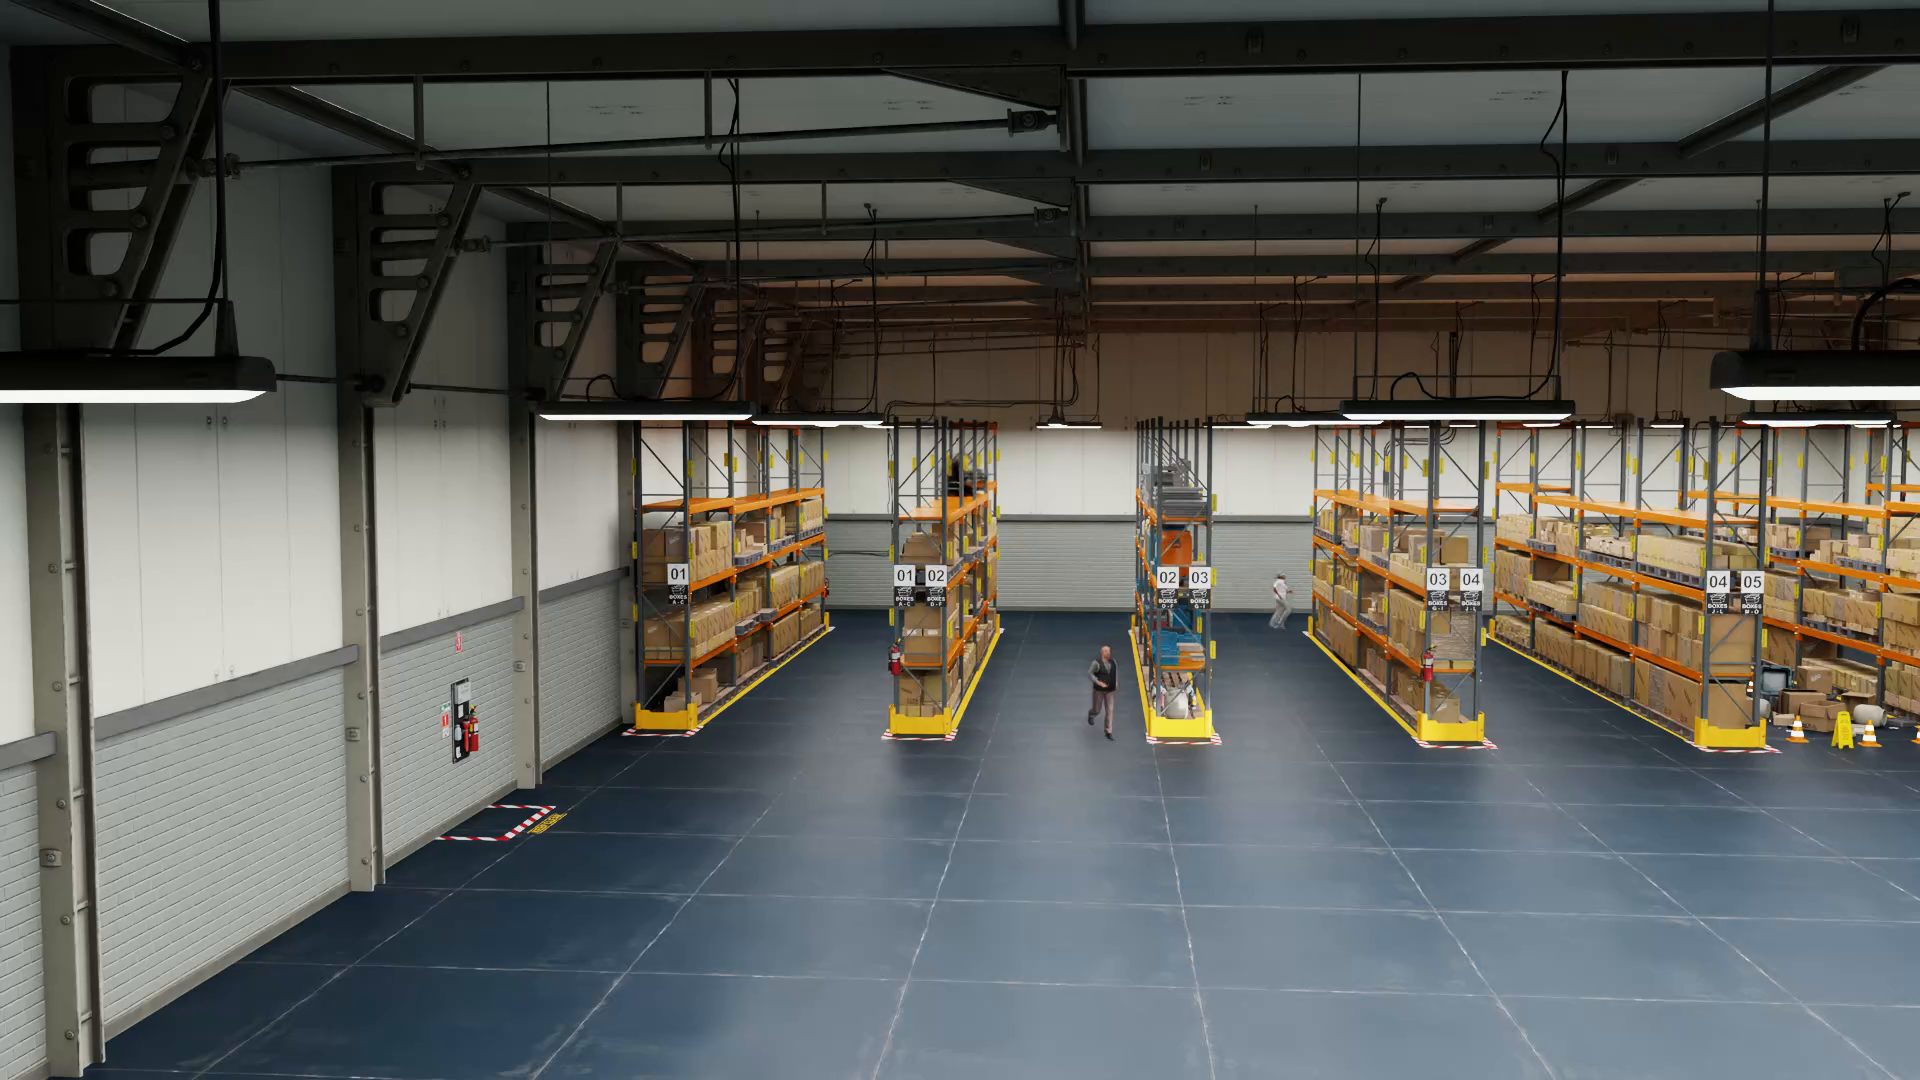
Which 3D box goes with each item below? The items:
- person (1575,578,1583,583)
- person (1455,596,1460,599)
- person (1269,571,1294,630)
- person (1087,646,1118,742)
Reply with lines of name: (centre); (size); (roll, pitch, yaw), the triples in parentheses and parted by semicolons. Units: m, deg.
person: (16.774, 1.889, 45.125); (0.648, 1.831, 0.821); (0, 4, -3)
person: (13.592, 1.943, 45.783); (0.635, 1.678, 0.704); (1, 4, 10)
person: (9.319, 1.745, 48.199); (0.704, 1.721, 0.550); (1, 4, 8)
person: (2.698, 2.846, 31.188); (0.653, 1.716, 1.091); (-1, 4, -12)
